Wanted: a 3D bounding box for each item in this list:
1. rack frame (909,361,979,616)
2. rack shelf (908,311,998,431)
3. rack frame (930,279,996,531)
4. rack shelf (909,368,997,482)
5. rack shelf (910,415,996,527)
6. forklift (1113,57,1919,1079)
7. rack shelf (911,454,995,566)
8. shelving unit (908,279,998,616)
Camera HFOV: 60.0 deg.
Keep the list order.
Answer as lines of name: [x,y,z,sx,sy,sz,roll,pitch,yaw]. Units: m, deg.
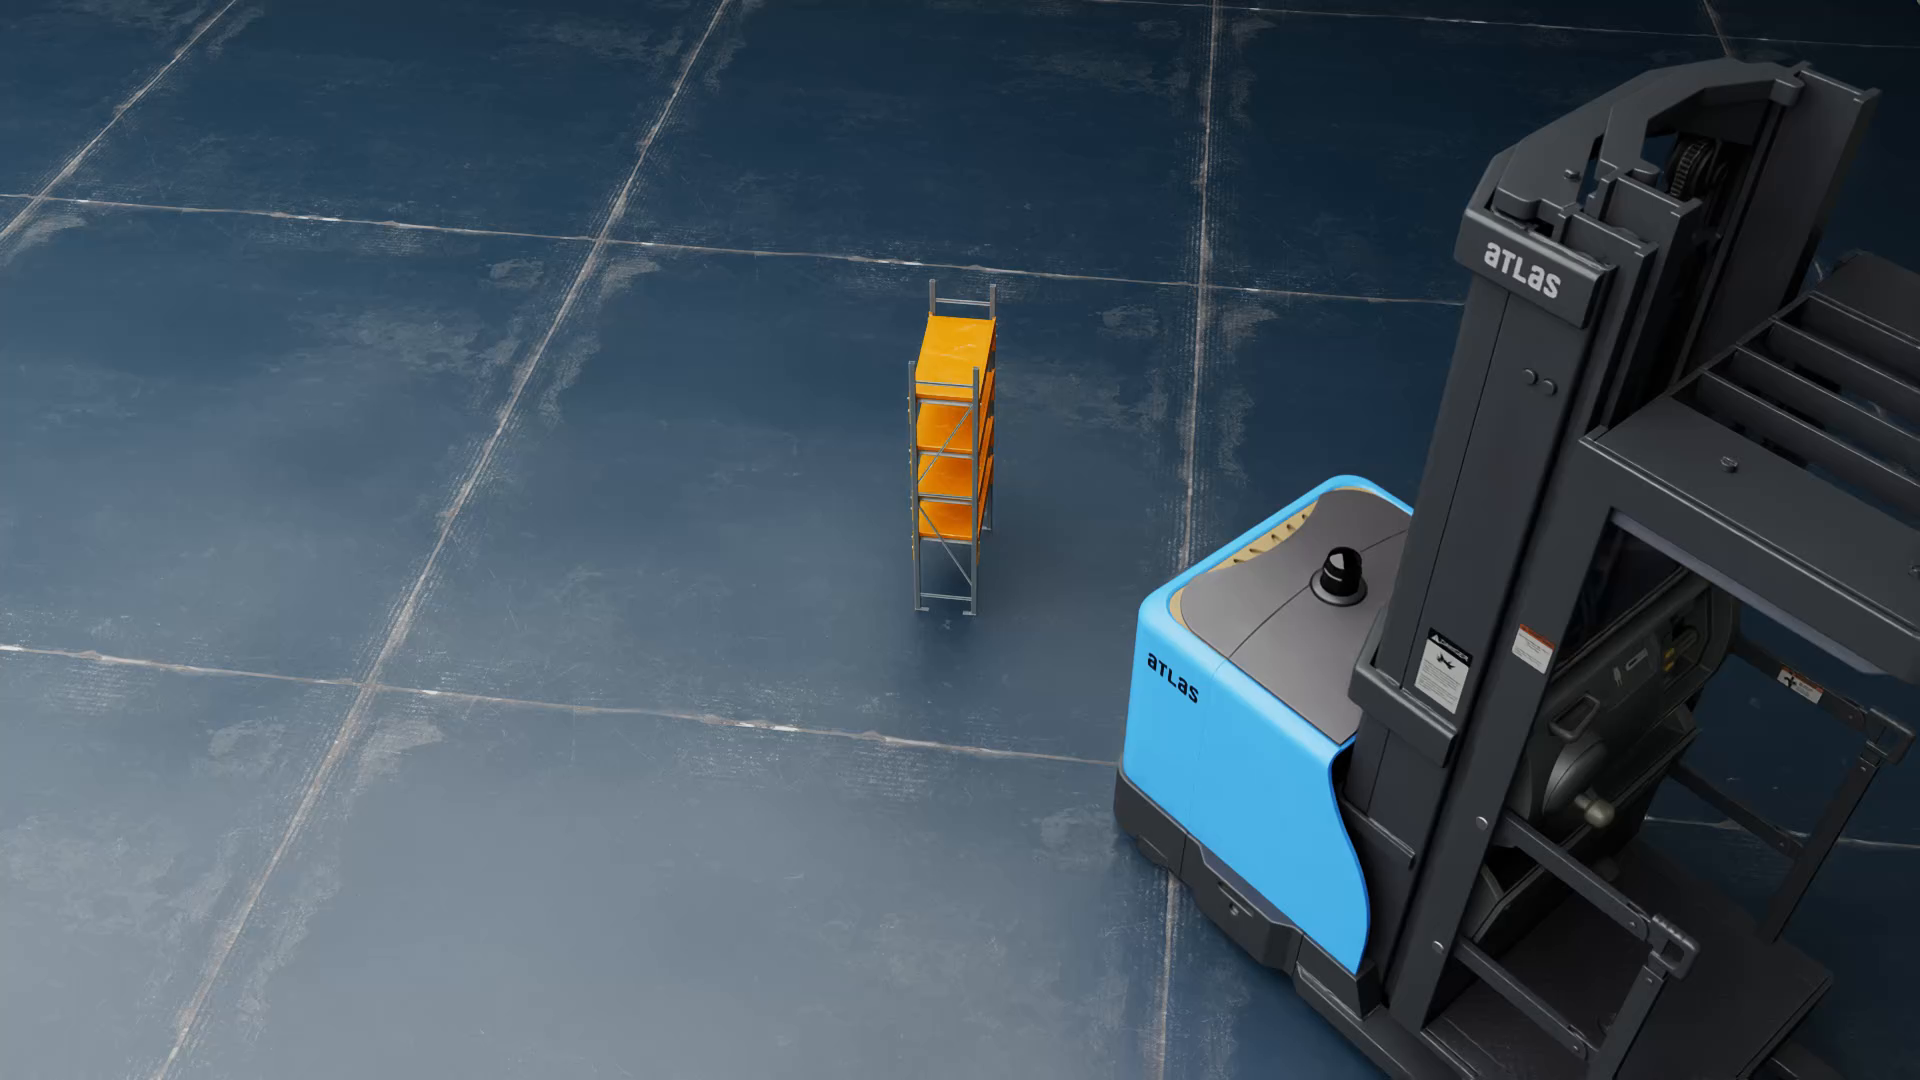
rack frame: [-0.054,-0.157,6.043,0.240,1.200,0.015,5,44,6]
rack shelf: [-0.022,-0.608,5.948,0.258,0.148,0.480,5,44,6]
rack frame: [0.010,-0.489,6.394,0.240,1.200,0.015,5,44,6]
rack shelf: [-0.022,-0.436,6.111,0.258,0.148,0.480,5,44,6]
rack shelf: [-0.022,-0.274,6.265,0.258,0.148,0.480,5,44,6]
forklift: [1.855,0.466,4.127,1.130,2.935,3.031,-30,51,-28]
rack shelf: [-0.022,-0.130,6.401,0.258,0.148,0.480,5,44,6]
shelving unit: [-0.022,-0.323,6.218,0.258,1.200,0.503,5,44,6]
